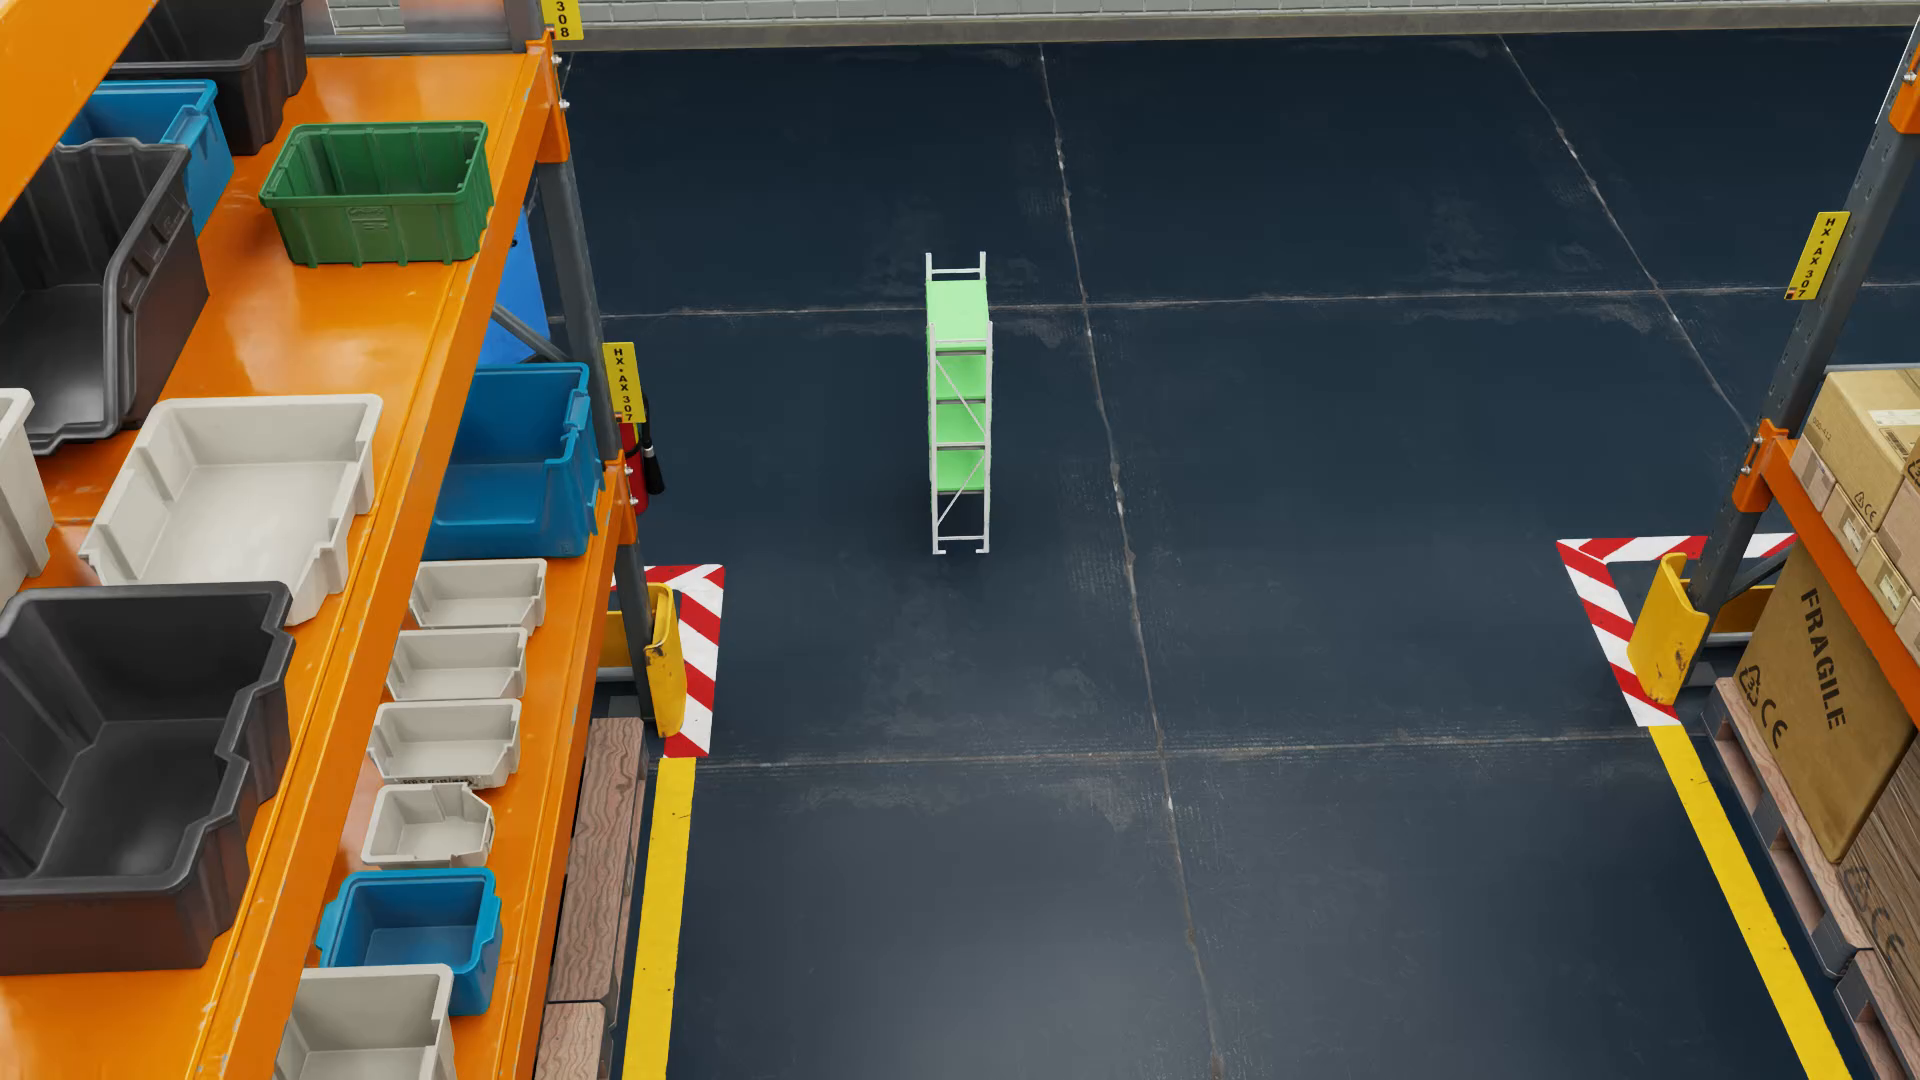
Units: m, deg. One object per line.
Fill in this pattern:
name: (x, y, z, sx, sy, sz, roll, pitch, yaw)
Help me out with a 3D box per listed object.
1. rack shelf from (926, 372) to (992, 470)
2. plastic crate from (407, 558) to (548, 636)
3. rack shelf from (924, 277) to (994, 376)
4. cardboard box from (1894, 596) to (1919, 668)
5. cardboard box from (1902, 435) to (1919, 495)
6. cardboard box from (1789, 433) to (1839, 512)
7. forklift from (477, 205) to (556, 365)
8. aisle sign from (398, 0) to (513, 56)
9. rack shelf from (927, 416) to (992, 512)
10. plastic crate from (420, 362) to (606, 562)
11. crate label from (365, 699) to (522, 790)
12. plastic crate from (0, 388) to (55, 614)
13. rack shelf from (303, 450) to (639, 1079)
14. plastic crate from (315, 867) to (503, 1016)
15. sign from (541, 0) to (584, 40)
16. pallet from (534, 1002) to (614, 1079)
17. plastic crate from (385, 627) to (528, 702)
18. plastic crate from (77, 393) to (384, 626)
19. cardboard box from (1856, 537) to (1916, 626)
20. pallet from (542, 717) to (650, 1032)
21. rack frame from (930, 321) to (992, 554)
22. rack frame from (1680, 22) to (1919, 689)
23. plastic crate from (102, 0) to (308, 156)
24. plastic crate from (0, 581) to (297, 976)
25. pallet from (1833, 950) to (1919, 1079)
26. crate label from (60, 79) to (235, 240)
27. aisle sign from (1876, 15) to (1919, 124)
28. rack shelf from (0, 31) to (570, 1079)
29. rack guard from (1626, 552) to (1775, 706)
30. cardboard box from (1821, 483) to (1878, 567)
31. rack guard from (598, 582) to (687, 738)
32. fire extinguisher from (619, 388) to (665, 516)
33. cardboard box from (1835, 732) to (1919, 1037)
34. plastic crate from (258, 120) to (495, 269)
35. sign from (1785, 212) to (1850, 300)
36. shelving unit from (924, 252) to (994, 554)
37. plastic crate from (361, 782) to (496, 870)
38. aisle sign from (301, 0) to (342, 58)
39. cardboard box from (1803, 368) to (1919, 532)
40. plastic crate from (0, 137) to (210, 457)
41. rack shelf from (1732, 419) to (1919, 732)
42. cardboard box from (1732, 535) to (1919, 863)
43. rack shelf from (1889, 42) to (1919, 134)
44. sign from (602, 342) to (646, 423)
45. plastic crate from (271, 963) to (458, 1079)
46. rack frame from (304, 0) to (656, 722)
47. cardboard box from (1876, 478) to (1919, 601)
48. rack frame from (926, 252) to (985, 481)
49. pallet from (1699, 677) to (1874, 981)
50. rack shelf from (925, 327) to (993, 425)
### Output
rack shelf: (-0.007, -0.507, 7.010, 0.258, 0.148, 0.480, -2, 43, -2)
plastic crate: (-1.437, 0.192, 4.971, 0.396, 0.136, 0.243, -2, 43, -2)
rack shelf: (-0.007, -0.861, 6.685, 0.258, 0.148, 0.480, -2, 43, -2)
cardboard box: (3.017, 0.294, 4.896, 0.380, 0.149, 0.250, -2, 43, -2)
cardboard box: (3.067, -0.232, 4.619, 0.500, 0.500, 0.500, -3, 43, -3)
cardboard box: (2.981, -0.228, 5.465, 0.380, 0.149, 0.250, -1, 43, -1)
forklift: (-3.250, -1.247, 6.442, 1.130, 2.935, 3.031, 30, 50, 29)
aisle sign: (-1.363, -1.443, 4.681, 0.394, 0.787, 0.004, -2, 43, -2)
rack shelf: (-0.007, -0.330, 7.172, 0.258, 0.148, 0.480, -2, 43, -2)
plastic crate: (-1.452, -0.242, 5.224, 0.616, 0.435, 0.499, -2, 43, -2)
crate label: (-1.403, 0.576, 4.553, 0.396, 0.136, 0.243, -2, 43, -2)
plastic crate: (-1.867, 0.015, 2.882, 0.437, 0.282, 0.530, -2, 43, -2)
rack shelf: (-1.568, 1.187, 4.267, 1.077, 0.370, 4.000, -2, 43, -2)
plastic crate: (-1.310, 0.991, 4.029, 0.416, 0.233, 0.300, -2, 43, -2)
sign: (-1.104, -1.522, 4.548, 0.100, 0.325, 0.005, -2, 43, -2)
pallet: (-1.608, 1.979, 4.934, 1.003, 0.211, 1.213, -2, 43, -2)
plastic crate: (-1.440, 0.388, 4.757, 0.396, 0.136, 0.243, -2, 43, -2)
plastic crate: (-1.317, -0.049, 3.058, 0.437, 0.136, 0.530, -2, 43, -2)
cardboard box: (3.004, 0.118, 5.088, 0.380, 0.149, 0.250, -3, 43, -3)
pallet: (-1.657, 1.158, 5.831, 1.003, 0.211, 1.213, -2, 43, -2)
rack frame: (0.003, -0.389, 6.787, 0.240, 1.200, 0.015, -2, 43, -2)
rack frame: (3.296, -0.570, 5.652, 1.000, 3.000, 0.127, -2, 43, -2)
plastic crate: (-1.915, -1.218, 4.235, 0.497, 0.269, 0.590, -2, 43, -2)
plastic crate: (-1.262, 0.368, 2.505, 0.497, 0.269, 0.590, -2, 43, -2)
pallet: (3.456, 1.817, 5.112, 1.003, 0.211, 1.213, -2, 43, -2)
crate label: (-1.937, -0.847, 3.844, 0.408, 0.251, 0.502, -2, 43, -2)
aisle sign: (2.993, -1.568, 4.817, 0.394, 0.787, 0.004, -2, 43, -2)
rack shelf: (-1.568, 0.082, 3.254, 1.077, 0.370, 4.000, -2, 43, -2)
rack guard: (3.294, 0.335, 6.514, 1.175, 0.500, 0.348, -2, 43, -2)
cardboard box: (2.993, -0.055, 5.276, 0.380, 0.149, 0.250, -2, 43, -2)
rack guard: (-1.667, 0.478, 6.359, 1.175, 0.500, 0.348, -2, 43, -2)
fire extinguisher: (-1.205, -0.377, 5.775, 0.296, 0.674, 0.183, -2, 43, -2)
cardboard box: (3.441, 1.102, 5.089, 0.875, 0.875, 0.875, -2, 43, -2)
plastic crate: (-1.326, -0.798, 3.838, 0.450, 0.188, 0.336, -2, 43, -2)
sign: (2.741, -0.907, 5.320, 0.100, 0.325, 0.005, -2, 43, -2)
shelving unit: (-0.007, -0.554, 6.966, 0.258, 1.200, 0.503, -2, 43, -2)
plastic crate: (-1.372, 0.775, 4.335, 0.298, 0.136, 0.250, -2, 43, -2)
aisle sign: (-1.953, -1.426, 4.662, 0.394, 0.787, 0.004, -2, 43, -2)
cardboard box: (3.046, -0.293, 5.240, 0.500, 0.250, 0.500, -3, 43, -3)
plastic crate: (-1.863, -0.472, 3.371, 0.504, 0.338, 0.767, -2, 43, -2)
rack shelf: (3.380, 1.045, 4.422, 1.077, 0.370, 4.000, -2, 43, -2)
cardboard box: (3.403, 0.488, 5.759, 0.875, 0.875, 0.875, -2, 43, -2)
rack shelf: (3.380, -0.061, 3.409, 1.077, 0.370, 4.000, -2, 43, -2)
sign: (-1.104, -0.515, 5.471, 0.100, 0.325, 0.005, -2, 43, -2)
plastic crate: (-1.364, 1.258, 3.701, 0.437, 0.282, 0.530, -2, 43, -2)
rack frame: (-1.653, -0.428, 5.497, 1.000, 3.000, 0.127, -2, 43, -2)
cardboard box: (3.075, 0.058, 4.858, 0.500, 0.250, 0.500, -2, 43, -2)
rack frame: (-0.017, -0.719, 7.146, 0.240, 1.200, 0.015, -2, 43, -2)
pallet: (3.408, 0.995, 6.008, 1.003, 0.211, 1.213, -2, 43, -2)
rack shelf: (-0.007, -0.684, 6.847, 0.258, 0.148, 0.480, -2, 43, -2)
